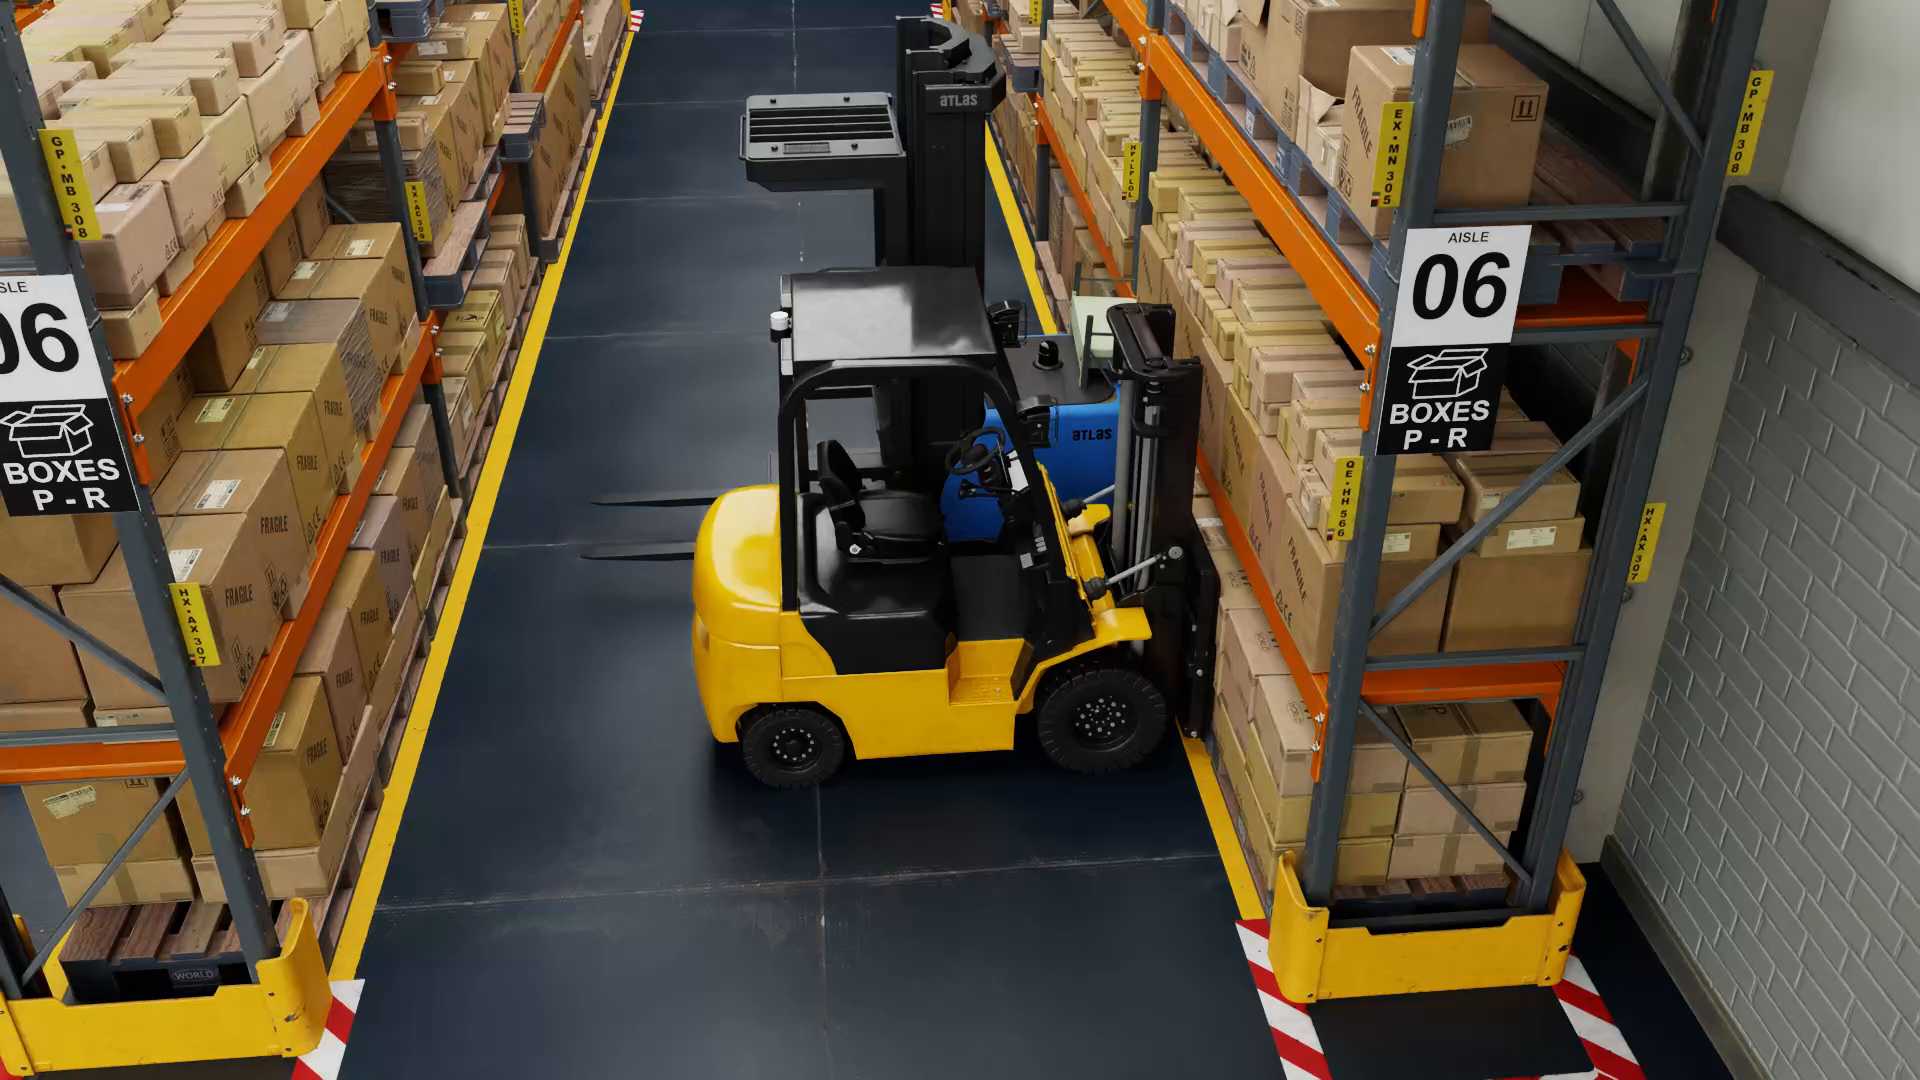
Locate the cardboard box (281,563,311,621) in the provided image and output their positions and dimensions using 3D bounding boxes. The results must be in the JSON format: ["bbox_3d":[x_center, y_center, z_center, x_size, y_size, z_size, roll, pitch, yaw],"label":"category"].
[{"bbox_3d":[-2.864,0.205,6.728,0.380,0.149,0.250,-2,31,-4],"label":"cardboard box"}]

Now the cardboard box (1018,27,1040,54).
[{"bbox_3d":[0.673,-4.034,13.415,0.380,0.149,0.250,-2,31,-4],"label":"cardboard box"}]

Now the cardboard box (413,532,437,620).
[{"bbox_3d":[-3.069,0.198,8.766,0.500,0.250,0.500,-4,31,-6],"label":"cardboard box"}]

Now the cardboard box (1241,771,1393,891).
[{"bbox_3d":[1.505,1.215,7.063,0.500,0.250,0.500,-3,31,-4],"label":"cardboard box"}]

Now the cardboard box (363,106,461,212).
[{"bbox_3d":[-3.258,-2.223,9.749,0.500,0.500,0.500,-3,31,-4],"label":"cardboard box"}]

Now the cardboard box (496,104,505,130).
[{"bbox_3d":[-3.380,-2.933,11.571,0.380,0.149,0.250,-4,31,-7],"label":"cardboard box"}]

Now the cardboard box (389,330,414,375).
[{"bbox_3d":[-3.088,-0.978,8.708,0.380,0.149,0.250,-2,31,-3],"label":"cardboard box"}]

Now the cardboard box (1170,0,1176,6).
[{"bbox_3d":[1.229,-2.762,8.262,0.380,0.149,0.250,-2,31,-4],"label":"cardboard box"}]

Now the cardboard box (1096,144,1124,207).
[{"bbox_3d":[1.134,-2.254,10.257,0.500,0.250,0.500,-4,31,-6],"label":"cardboard box"}]

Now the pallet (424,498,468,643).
[{"bbox_3d":[-3.354,0.175,9.251,1.003,0.211,1.213,-3,31,-5],"label":"pallet"}]

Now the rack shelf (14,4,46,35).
[{"bbox_3d":[-8.932,-3.829,13.937,1.077,0.370,4.000,-3,31,-5],"label":"rack shelf"}]

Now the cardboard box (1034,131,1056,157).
[{"bbox_3d":[0.818,-3.270,13.696,0.380,0.149,0.250,-4,31,-7],"label":"cardboard box"}]

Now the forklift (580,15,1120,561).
[{"bbox_3d":[-0.621,-1.225,8.943,3.031,2.935,1.130,-3,31,-5],"label":"forklift"}]

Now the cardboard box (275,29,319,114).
[{"bbox_3d":[-3.061,-1.982,7.075,0.500,0.250,0.500,-3,31,-5],"label":"cardboard box"}]

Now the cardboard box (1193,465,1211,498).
[{"bbox_3d":[1.318,-0.255,8.548,0.500,0.250,0.500,-2,31,-3],"label":"cardboard box"}]

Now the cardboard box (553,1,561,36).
[{"bbox_3d":[-3.832,-4.647,14.752,0.500,0.250,0.500,-4,31,-6],"label":"cardboard box"}]

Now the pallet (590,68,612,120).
[{"bbox_3d":[-4.193,-4.642,17.316,1.003,0.211,1.213,-3,31,-5],"label":"pallet"}]

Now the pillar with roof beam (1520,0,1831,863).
[{"bbox_3d":[-1.591,-2.328,4.873,9.100,9.000,0.400,-3,31,-5],"label":"pillar with roof beam"}]

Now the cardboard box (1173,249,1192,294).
[{"bbox_3d":[1.285,-1.355,8.364,0.380,0.149,0.250,-2,31,-3],"label":"cardboard box"}]

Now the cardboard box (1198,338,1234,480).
[{"bbox_3d":[1.411,-0.625,7.774,0.500,0.500,0.500,-3,31,-4],"label":"cardboard box"}]

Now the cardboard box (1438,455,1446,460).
[{"bbox_3d":[1.986,-0.320,6.631,0.380,0.149,0.250,-3,31,-5],"label":"cardboard box"}]

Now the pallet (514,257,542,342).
[{"bbox_3d":[-3.754,-1.809,12.573,1.003,0.211,1.213,-3,31,-5],"label":"pallet"}]

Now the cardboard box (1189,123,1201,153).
[{"bbox_3d":[1.630,-2.510,10.298,0.380,0.149,0.250,-3,31,-5],"label":"cardboard box"}]

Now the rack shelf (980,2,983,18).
[{"bbox_3d":[0.555,-6.399,18.240,1.077,0.370,4.000,-3,31,-5],"label":"rack shelf"}]

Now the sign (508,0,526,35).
[{"bbox_3d":[-3.286,-3.899,12.301,0.100,0.325,0.005,-3,31,-5],"label":"sign"}]

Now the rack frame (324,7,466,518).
[{"bbox_3d":[-3.452,-1.363,9.107,1.000,3.000,0.127,-3,31,-5],"label":"rack frame"}]

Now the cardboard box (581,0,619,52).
[{"bbox_3d":[-4.318,-5.771,18.576,0.875,0.438,0.875,-2,31,-3],"label":"cardboard box"}]

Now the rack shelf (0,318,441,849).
[{"bbox_3d":[-3.265,-0.033,7.582,1.077,0.370,4.000,-3,31,-5],"label":"rack shelf"}]

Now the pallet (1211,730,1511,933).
[{"bbox_3d":[1.750,1.248,7.455,1.003,0.211,1.213,-3,31,-5],"label":"pallet"}]

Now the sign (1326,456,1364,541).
[{"bbox_3d":[1.322,-0.140,5.700,0.100,0.325,0.005,-3,31,-5],"label":"sign"}]

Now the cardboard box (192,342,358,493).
[{"bbox_3d":[-3.002,-0.530,7.325,0.500,0.500,0.500,-3,31,-6],"label":"cardboard box"}]

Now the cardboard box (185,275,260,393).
[{"bbox_3d":[-3.442,-0.946,7.047,0.700,0.500,0.500,-3,31,-5],"label":"cardboard box"}]

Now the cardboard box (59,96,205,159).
[{"bbox_3d":[-2.859,-1.424,5.752,0.380,0.149,0.250,-3,31,-5],"label":"cardboard box"}]

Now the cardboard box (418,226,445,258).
[{"bbox_3d":[-3.189,-1.733,9.562,0.380,0.149,0.250,-2,31,-4],"label":"cardboard box"}]

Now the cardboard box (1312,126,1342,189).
[{"bbox_3d":[1.484,-1.372,5.935,0.380,0.149,0.250,-4,31,-6],"label":"cardboard box"}]

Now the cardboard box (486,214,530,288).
[{"bbox_3d":[-3.783,-2.168,12.608,0.950,0.372,0.625,-5,31,-8],"label":"cardboard box"}]

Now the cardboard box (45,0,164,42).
[{"bbox_3d":[-3.607,-2.182,7.021,0.380,0.149,0.250,-4,31,-6],"label":"cardboard box"}]

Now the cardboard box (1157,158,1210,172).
[{"bbox_3d":[1.237,-2.088,9.591,0.380,0.149,0.250,-2,31,-3],"label":"cardboard box"}]

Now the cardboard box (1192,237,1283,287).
[{"bbox_3d":[1.344,-1.348,8.062,0.380,0.149,0.250,-3,31,-5],"label":"cardboard box"}]

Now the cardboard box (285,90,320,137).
[{"bbox_3d":[-3.037,-1.870,7.276,0.380,0.149,0.250,-2,31,-3],"label":"cardboard box"}]

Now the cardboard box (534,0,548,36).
[{"bbox_3d":[-3.709,-4.345,13.758,0.500,0.250,0.500,-3,31,-5],"label":"cardboard box"}]

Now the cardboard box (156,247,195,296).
[{"bbox_3d":[-2.890,-0.952,5.739,0.380,0.149,0.250,-2,31,-3],"label":"cardboard box"}]

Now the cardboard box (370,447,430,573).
[{"bbox_3d":[-3.080,-0.136,8.593,0.500,0.500,0.500,-2,31,-4],"label":"cardboard box"}]

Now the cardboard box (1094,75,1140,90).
[{"bbox_3d":[1.104,-3.003,11.122,0.380,0.149,0.250,-3,31,-5],"label":"cardboard box"}]

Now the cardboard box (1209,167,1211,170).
[{"bbox_3d":[1.697,-2.024,9.873,0.500,0.250,0.500,-3,31,-5],"label":"cardboard box"}]

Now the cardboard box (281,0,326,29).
[{"bbox_3d":[-3.014,-2.341,7.287,0.380,0.149,0.250,-2,31,-3],"label":"cardboard box"}]

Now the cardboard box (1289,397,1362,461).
[{"bbox_3d":[1.515,-0.439,6.540,0.380,0.149,0.250,-2,31,-3],"label":"cardboard box"}]

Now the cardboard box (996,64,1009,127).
[{"bbox_3d":[0.623,-4.265,15.994,0.500,0.500,0.500,-3,31,-5],"label":"cardboard box"}]

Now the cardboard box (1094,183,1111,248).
[{"bbox_3d":[1.130,-2.039,10.386,0.500,0.250,0.500,-3,31,-5],"label":"cardboard box"}]

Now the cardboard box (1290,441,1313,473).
[{"bbox_3d":[1.535,-0.310,6.614,0.380,0.149,0.250,-2,31,-4],"label":"cardboard box"}]

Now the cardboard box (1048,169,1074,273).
[{"bbox_3d":[1.161,-2.486,12.894,0.875,0.625,0.625,-2,31,-3],"label":"cardboard box"}]

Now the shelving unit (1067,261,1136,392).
[{"bbox_3d":[0.826,-0.739,9.497,0.431,1.500,0.755,2,32,-3],"label":"shelving unit"}]
